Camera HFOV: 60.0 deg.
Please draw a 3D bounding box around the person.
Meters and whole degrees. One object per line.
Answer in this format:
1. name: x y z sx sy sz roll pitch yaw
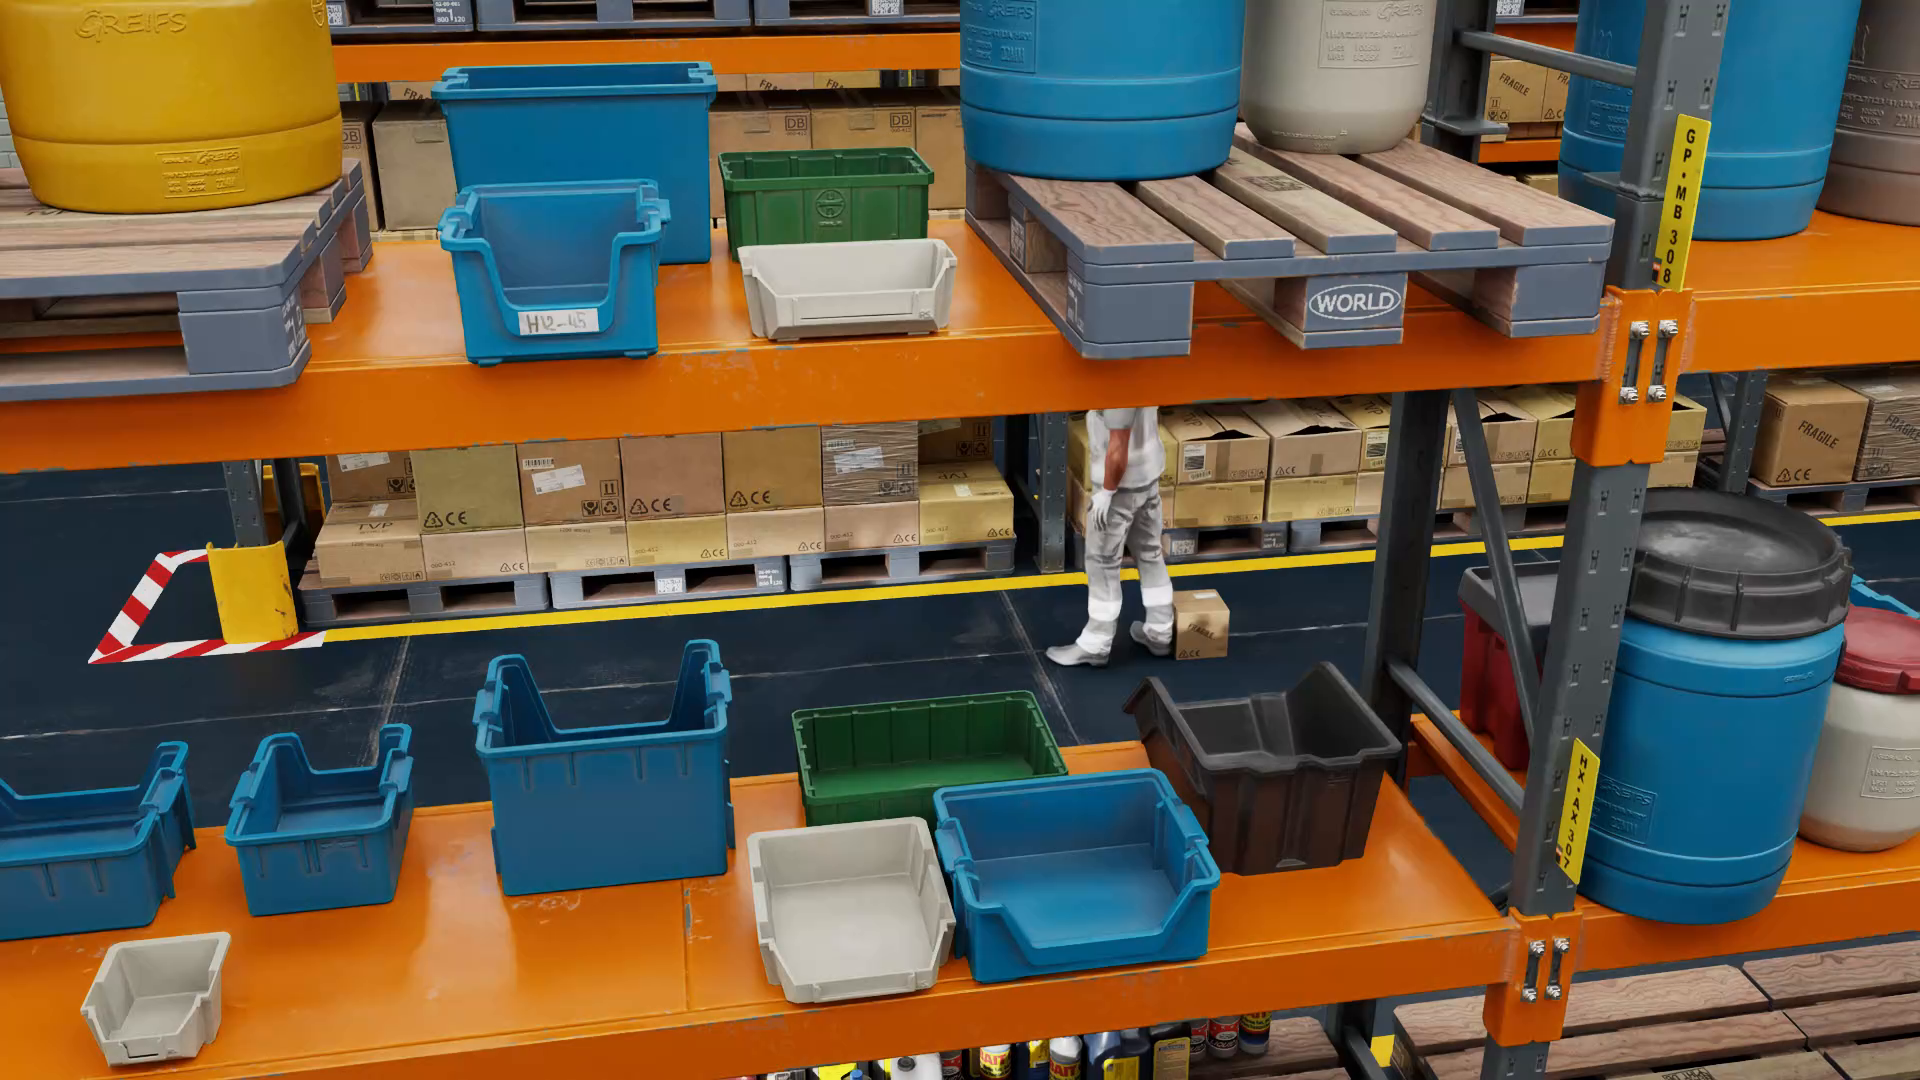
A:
1. person: 0.733 -0.272 7.671 0.530 1.792 0.561 12 26 26
